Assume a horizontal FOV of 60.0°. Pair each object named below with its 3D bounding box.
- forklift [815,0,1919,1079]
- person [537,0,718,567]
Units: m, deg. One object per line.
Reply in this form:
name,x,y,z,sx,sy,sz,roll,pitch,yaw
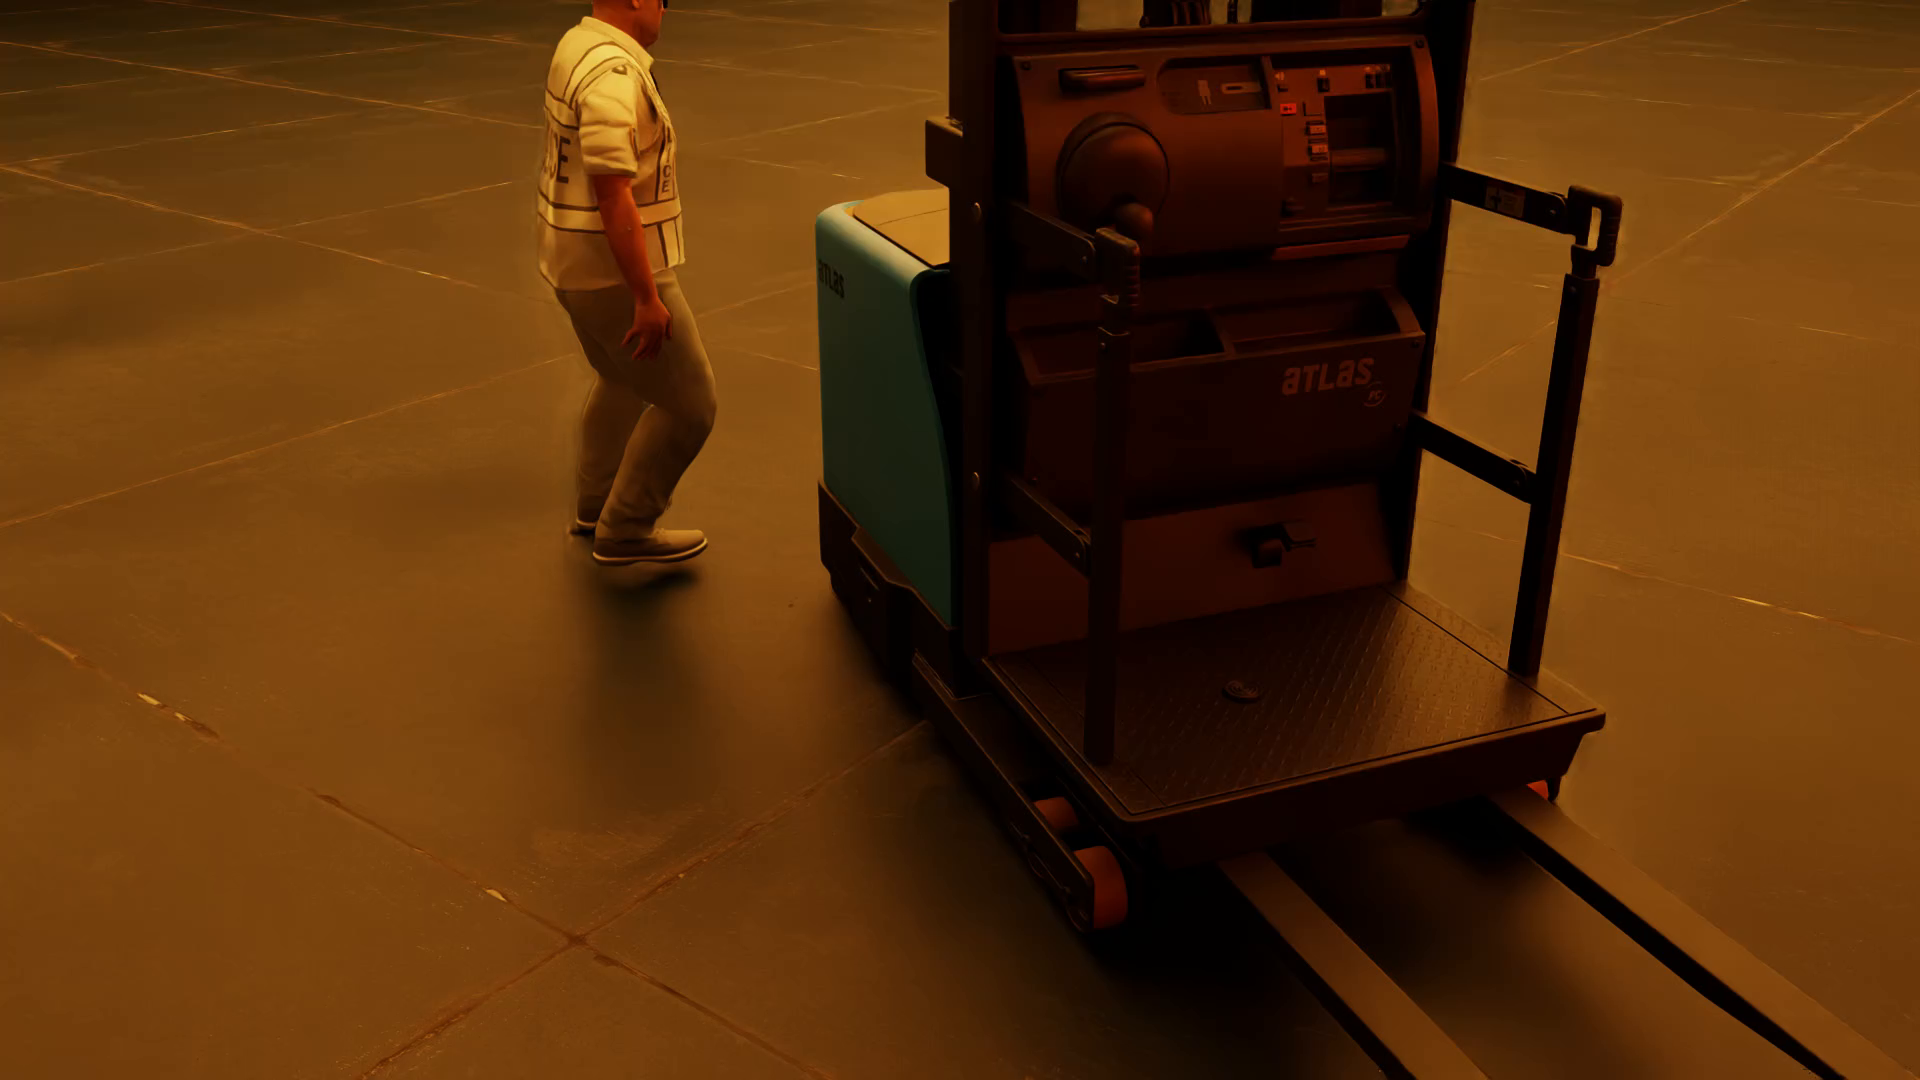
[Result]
forklift,0.622,-0.769,3.102,1.130,2.935,3.031,-9,25,-20
person,-0.937,-0.752,4.580,0.412,1.719,0.775,-10,25,-22
